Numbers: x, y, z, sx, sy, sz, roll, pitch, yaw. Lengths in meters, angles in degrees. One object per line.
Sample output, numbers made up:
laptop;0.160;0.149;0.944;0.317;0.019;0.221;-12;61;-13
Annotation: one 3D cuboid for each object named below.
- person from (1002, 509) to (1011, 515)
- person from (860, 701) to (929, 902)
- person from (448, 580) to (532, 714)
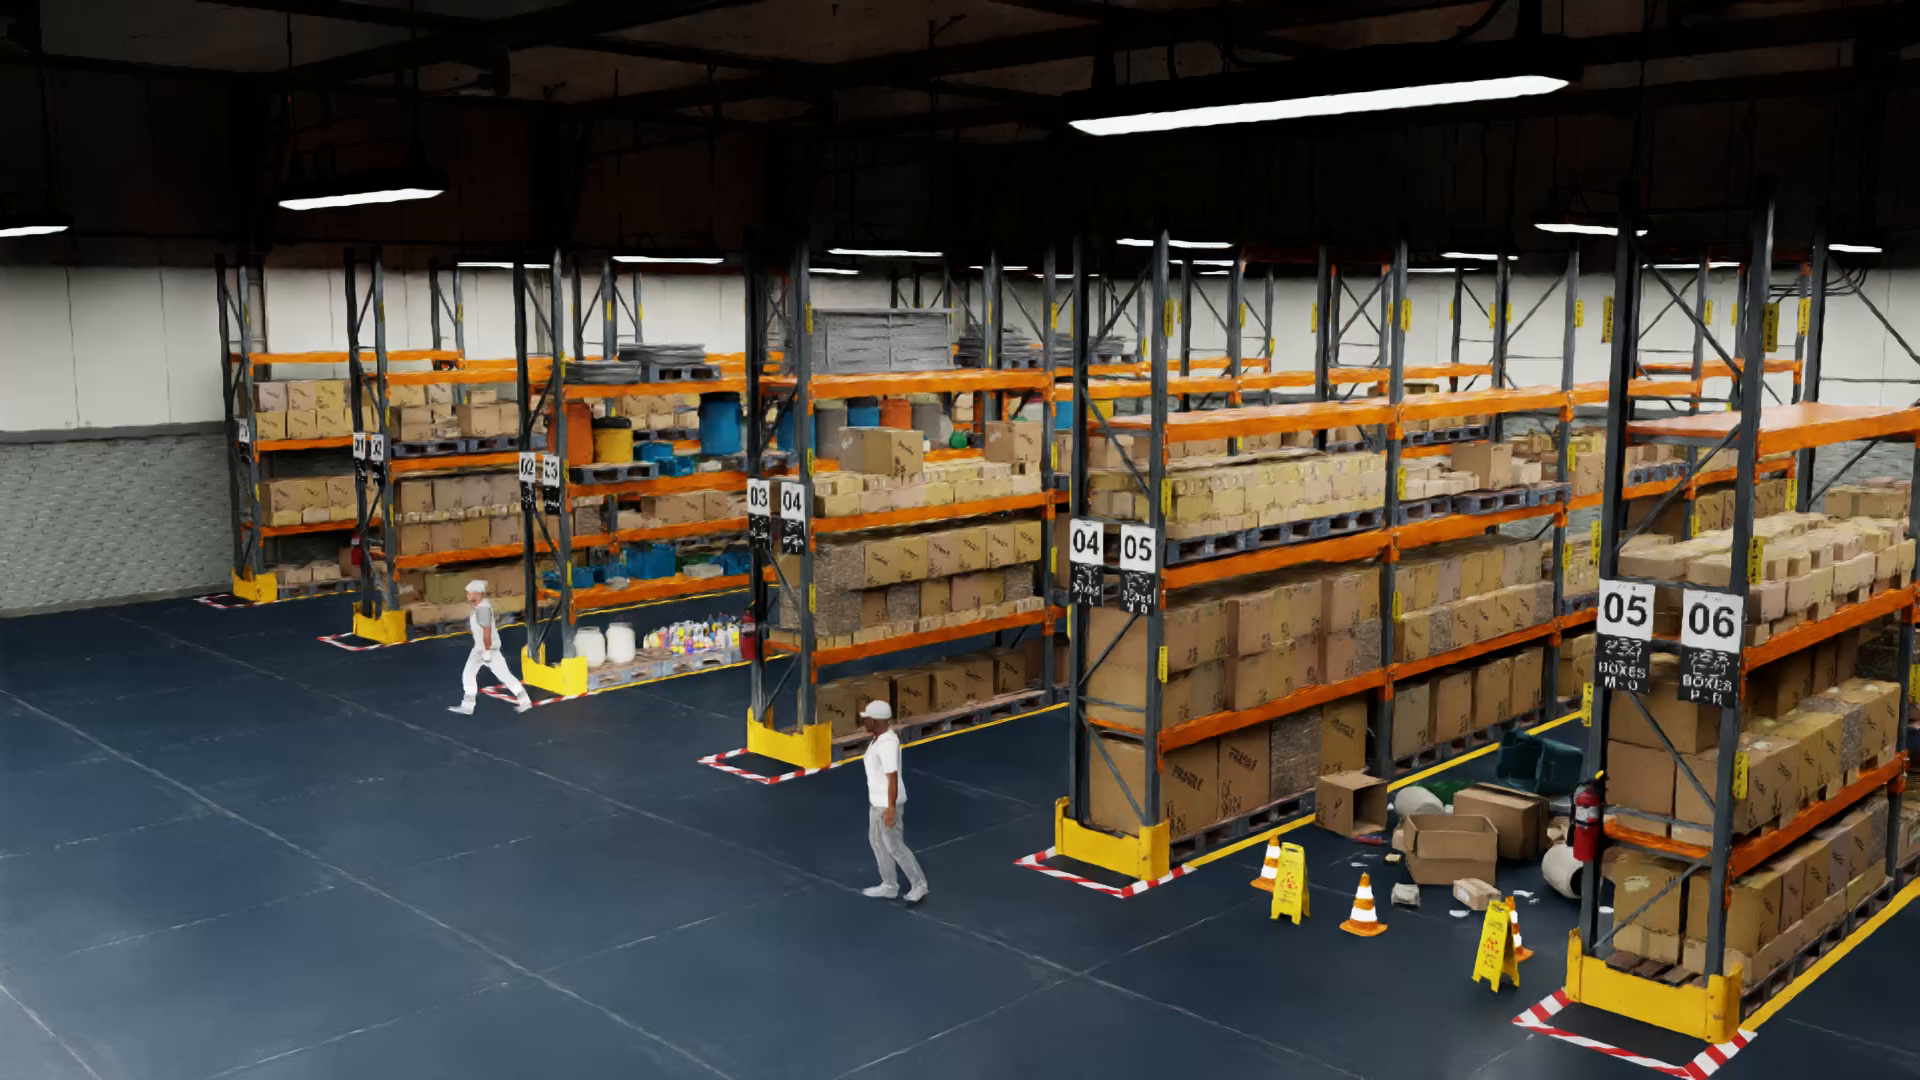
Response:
person;0.869;-0.335;33.125;0.463;1.625;0.998;8;11;43
person;-0.574;2.265;14.487;0.576;1.752;0.607;-1;8;-9
person;-5.949;1.355;20.970;0.987;1.734;0.596;-4;9;-25
